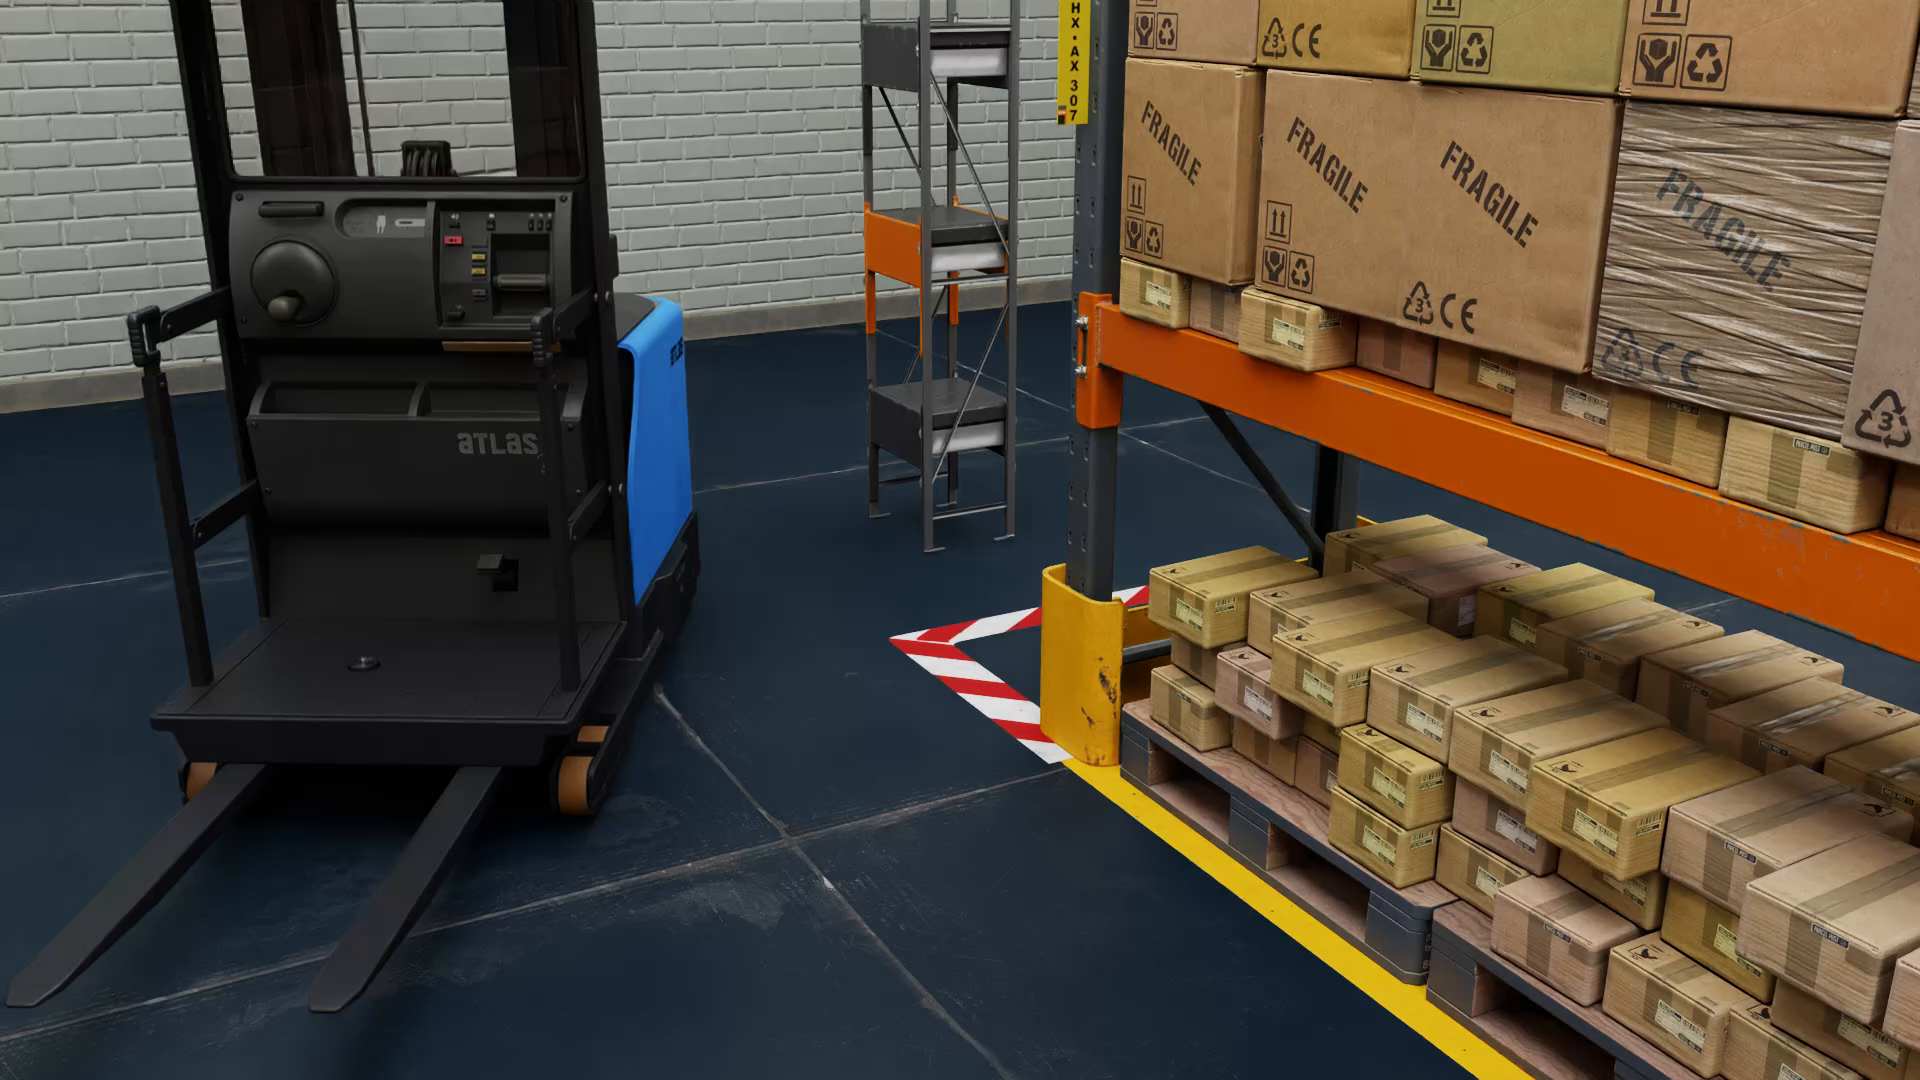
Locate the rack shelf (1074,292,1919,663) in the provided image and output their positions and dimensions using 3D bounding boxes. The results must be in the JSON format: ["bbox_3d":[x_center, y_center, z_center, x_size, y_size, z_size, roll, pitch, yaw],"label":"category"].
[{"bbox_3d":[1.726,-0.009,3.161,1.077,0.370,4.000,-10,21,-27],"label":"rack shelf"}]

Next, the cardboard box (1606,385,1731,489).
[{"bbox_3d":[1.427,-0.220,3.057,0.380,0.149,0.250,-9,21,-25],"label":"cardboard box"}]

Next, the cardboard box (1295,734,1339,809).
[{"bbox_3d":[1.063,0.559,4.140,0.380,0.149,0.250,-10,21,-26],"label":"cardboard box"}]

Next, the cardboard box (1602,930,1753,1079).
[{"bbox_3d":[1.489,0.868,3.243,0.380,0.149,0.250,-10,21,-27],"label":"cardboard box"}]

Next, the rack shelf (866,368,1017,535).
[{"bbox_3d":[-0.079,-0.365,6.659,0.431,0.518,0.480,-10,21,-27],"label":"rack shelf"}]

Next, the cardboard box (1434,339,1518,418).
[{"bbox_3d":[1.230,-0.373,3.500,0.380,0.149,0.250,-10,22,-27],"label":"cardboard box"}]

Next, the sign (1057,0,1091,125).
[{"bbox_3d":[0.299,-1.248,4.322,0.100,0.325,0.005,-10,21,-27],"label":"sign"}]

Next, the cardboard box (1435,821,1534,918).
[{"bbox_3d":[1.293,0.708,3.709,0.380,0.149,0.250,-10,21,-27],"label":"cardboard box"}]

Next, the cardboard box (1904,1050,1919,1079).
[{"bbox_3d":[1.793,0.885,2.737,0.380,0.149,0.250,-9,21,-25],"label":"cardboard box"}]

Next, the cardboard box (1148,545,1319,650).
[{"bbox_3d":[0.726,0.148,4.418,0.380,0.149,0.250,-11,22,-29],"label":"cardboard box"}]

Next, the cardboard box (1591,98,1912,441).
[{"bbox_3d":[1.492,-0.501,2.877,0.500,0.500,0.500,-11,22,-28],"label":"cardboard box"}]

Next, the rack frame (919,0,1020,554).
[{"bbox_3d":[0.037,-0.970,6.224,0.400,2.100,0.015,-10,21,-27],"label":"rack frame"}]

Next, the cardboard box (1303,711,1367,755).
[{"bbox_3d":[1.073,0.420,4.087,0.380,0.149,0.250,-10,21,-26],"label":"cardboard box"}]

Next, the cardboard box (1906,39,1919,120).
[{"bbox_3d":[1.734,-0.825,2.281,0.500,0.500,0.500,-9,21,-25],"label":"cardboard box"}]

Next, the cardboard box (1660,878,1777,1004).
[{"bbox_3d":[1.594,0.722,3.211,0.380,0.149,0.250,-9,21,-24],"label":"cardboard box"}]

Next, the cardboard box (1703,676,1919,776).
[{"bbox_3d":[1.825,0.439,3.576,0.380,0.149,0.250,-11,22,-28],"label":"cardboard box"}]

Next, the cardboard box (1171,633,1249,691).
[{"bbox_3d":[0.799,0.276,4.504,0.380,0.149,0.250,-9,21,-24],"label":"cardboard box"}]

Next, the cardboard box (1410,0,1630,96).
[{"bbox_3d":[1.228,-1.117,3.127,0.500,0.500,0.500,-11,22,-28],"label":"cardboard box"}]

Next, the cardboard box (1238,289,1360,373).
[{"bbox_3d":[0.879,-0.508,3.891,0.380,0.149,0.250,-11,22,-28],"label":"cardboard box"}]

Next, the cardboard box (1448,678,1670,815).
[{"bbox_3d":[1.284,0.440,3.572,0.380,0.149,0.250,-9,21,-25],"label":"cardboard box"}]

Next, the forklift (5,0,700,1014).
[{"bbox_3d":[-1.513,-0.746,4.300,1.130,2.935,3.031,1,19,1],"label":"forklift"}]

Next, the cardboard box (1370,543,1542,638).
[{"bbox_3d":[1.319,0.139,4.445,0.380,0.149,0.250,-10,21,-26],"label":"cardboard box"}]

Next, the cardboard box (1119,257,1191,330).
[{"bbox_3d":[0.641,-0.660,4.332,0.380,0.149,0.250,-10,21,-27],"label":"cardboard box"}]

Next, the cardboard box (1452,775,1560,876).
[{"bbox_3d":[1.309,0.572,3.647,0.380,0.149,0.250,-11,22,-29],"label":"cardboard box"}]

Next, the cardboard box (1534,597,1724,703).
[{"bbox_3d":[1.621,0.278,4.043,0.380,0.149,0.250,-11,22,-29],"label":"cardboard box"}]

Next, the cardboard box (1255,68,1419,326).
[{"bbox_3d":[1.023,-0.789,3.711,0.500,0.500,0.500,-10,21,-27],"label":"cardboard box"}]

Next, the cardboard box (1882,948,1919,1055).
[{"bbox_3d":[1.732,0.744,2.692,0.380,0.149,0.250,-11,22,-29],"label":"cardboard box"}]

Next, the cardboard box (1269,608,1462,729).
[{"bbox_3d":[0.970,0.301,3.976,0.380,0.149,0.250,-10,21,-27],"label":"cardboard box"}]

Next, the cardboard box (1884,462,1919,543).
[{"bbox_3d":[1.711,-0.077,2.642,0.380,0.149,0.250,-10,22,-27],"label":"cardboard box"}]

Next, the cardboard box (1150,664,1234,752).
[{"bbox_3d":[0.743,0.426,4.524,0.380,0.149,0.250,-10,21,-26],"label":"cardboard box"}]

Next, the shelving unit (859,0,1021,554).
[{"bbox_3d":[-0.079,-1.040,6.427,0.431,2.100,0.503,-10,21,-27],"label":"shelving unit"}]

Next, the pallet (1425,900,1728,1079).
[{"bbox_3d":[1.742,1.006,3.394,1.003,0.211,1.213,-10,21,-27],"label":"pallet"}]

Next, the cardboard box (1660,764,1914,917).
[{"bbox_3d":[1.572,0.580,3.166,0.380,0.149,0.250,-10,21,-27],"label":"cardboard box"}]

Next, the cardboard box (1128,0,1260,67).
[{"bbox_3d":[0.756,-1.413,3.987,0.500,0.500,0.500,-10,21,-27],"label":"cardboard box"}]
